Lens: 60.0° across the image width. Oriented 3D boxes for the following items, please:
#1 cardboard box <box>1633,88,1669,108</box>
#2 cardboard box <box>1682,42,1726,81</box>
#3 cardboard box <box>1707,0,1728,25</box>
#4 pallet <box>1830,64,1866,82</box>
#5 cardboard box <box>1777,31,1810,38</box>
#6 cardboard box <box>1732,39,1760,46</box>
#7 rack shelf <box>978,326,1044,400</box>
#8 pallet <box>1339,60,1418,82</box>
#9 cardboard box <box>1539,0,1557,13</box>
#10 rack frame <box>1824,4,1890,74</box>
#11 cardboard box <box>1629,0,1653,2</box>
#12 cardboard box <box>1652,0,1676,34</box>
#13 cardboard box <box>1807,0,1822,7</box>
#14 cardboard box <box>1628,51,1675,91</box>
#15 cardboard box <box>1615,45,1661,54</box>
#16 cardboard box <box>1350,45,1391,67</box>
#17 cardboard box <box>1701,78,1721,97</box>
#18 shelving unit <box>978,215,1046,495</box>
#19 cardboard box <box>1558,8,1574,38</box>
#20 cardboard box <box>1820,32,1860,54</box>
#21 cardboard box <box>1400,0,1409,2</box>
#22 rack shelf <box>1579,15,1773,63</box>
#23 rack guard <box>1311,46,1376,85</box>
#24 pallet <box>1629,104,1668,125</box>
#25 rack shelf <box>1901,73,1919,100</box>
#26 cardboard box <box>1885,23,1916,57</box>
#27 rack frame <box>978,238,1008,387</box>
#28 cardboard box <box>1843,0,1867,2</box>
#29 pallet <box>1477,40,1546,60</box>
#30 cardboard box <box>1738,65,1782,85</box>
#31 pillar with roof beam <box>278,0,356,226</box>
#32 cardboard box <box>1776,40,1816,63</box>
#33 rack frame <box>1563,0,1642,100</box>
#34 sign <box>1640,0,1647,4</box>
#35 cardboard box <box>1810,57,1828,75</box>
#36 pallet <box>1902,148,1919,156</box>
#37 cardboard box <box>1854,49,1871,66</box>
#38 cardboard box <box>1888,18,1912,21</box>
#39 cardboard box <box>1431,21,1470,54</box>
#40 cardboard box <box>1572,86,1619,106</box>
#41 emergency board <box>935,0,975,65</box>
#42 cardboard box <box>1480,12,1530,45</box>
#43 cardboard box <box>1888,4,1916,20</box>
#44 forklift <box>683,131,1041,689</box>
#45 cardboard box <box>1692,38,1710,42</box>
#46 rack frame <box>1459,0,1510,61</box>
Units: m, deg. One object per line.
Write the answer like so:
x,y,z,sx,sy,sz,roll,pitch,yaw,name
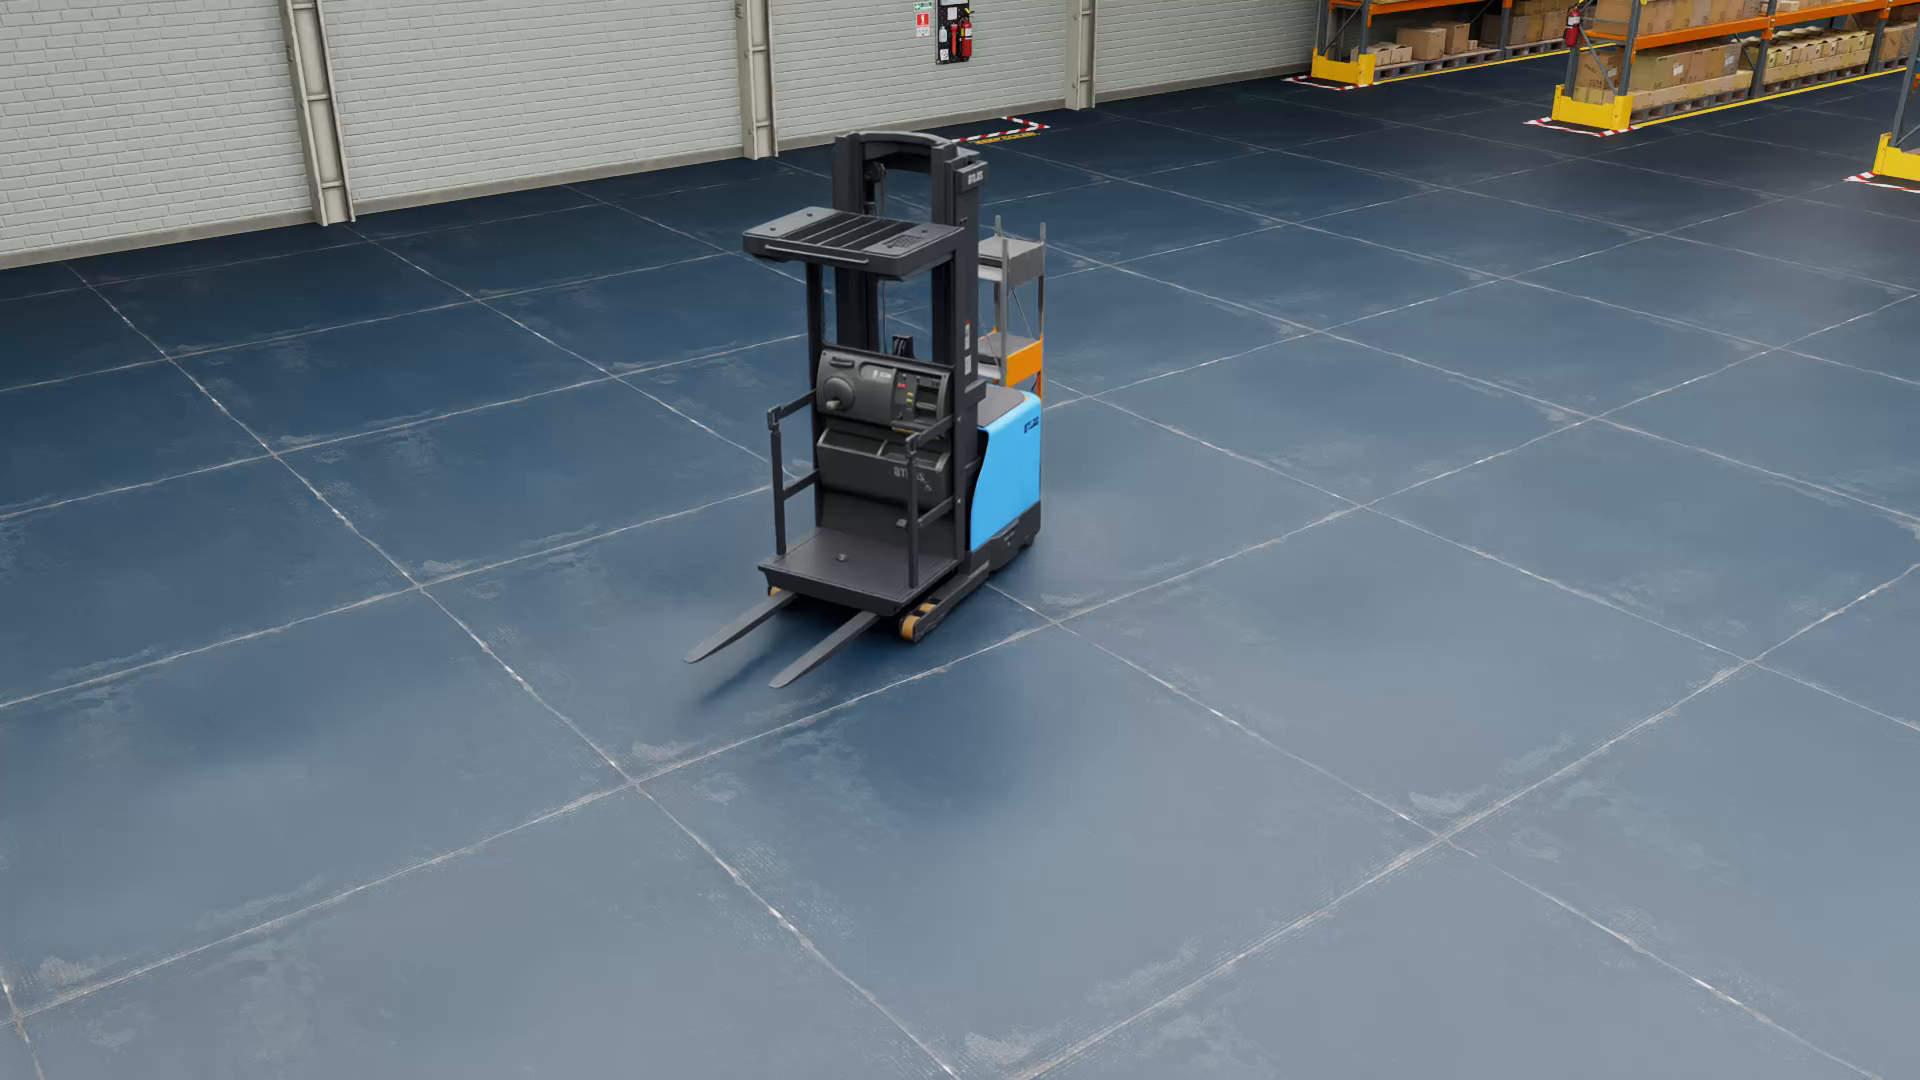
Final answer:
10.635,-6.907,25.836,0.500,0.250,0.500,-18,31,-34,cardboard box
11.810,-7.639,26.524,0.500,0.500,0.500,-18,31,-34,cardboard box
11.678,-8.466,26.309,0.500,0.500,0.700,-18,30,-33,cardboard box
15.308,-8.379,29.554,1.213,0.211,1.003,-18,31,-34,pallet
14.575,-8.733,29.105,0.500,0.311,0.500,-19,31,-35,cardboard box
13.379,-8.341,28.260,0.500,0.311,0.500,-17,30,-33,cardboard box
0.285,-1.179,11.829,0.431,0.518,0.480,16,29,30,rack shelf
7.345,-8.361,29.515,1.213,0.211,1.003,-18,31,-34,pallet
11.093,-10.300,31.937,0.500,0.250,0.500,-19,31,-35,cardboard box
15.979,-9.845,29.400,0.127,3.000,1.000,-18,31,-34,rack frame
10.126,-8.137,24.830,0.250,0.149,0.380,-19,31,-34,cardboard box
10.470,-8.067,25.450,0.500,0.500,0.700,-17,30,-33,cardboard box
14.255,-9.312,28.133,0.500,0.500,0.500,-18,30,-34,cardboard box
10.636,-7.246,25.677,0.500,0.500,0.500,-18,31,-34,cardboard box
10.700,-7.553,26.337,0.500,0.500,0.500,-18,31,-34,cardboard box
7.224,-8.537,29.252,0.500,0.311,0.500,-23,33,-40,cardboard box
11.818,-7.295,26.673,0.500,0.250,0.500,-18,31,-34,cardboard box
0.285,-1.191,11.823,0.431,2.100,0.503,16,29,30,shelving unit
11.535,-10.113,32.423,0.500,0.500,0.700,-18,31,-34,cardboard box
15.314,-8.688,29.008,0.500,0.311,0.500,-19,31,-35,cardboard box
7.604,-9.509,28.830,0.500,0.250,0.500,-19,31,-36,cardboard box
11.258,-7.960,26.193,4.000,0.370,1.077,-18,31,-34,rack shelf
6.684,-8.293,29.025,0.348,0.500,1.175,-18,31,-34,rack guard
10.260,-6.715,25.967,1.213,0.211,1.003,-18,31,-34,pallet
14.312,-6.318,22.655,4.000,0.370,1.077,-18,31,-34,rack shelf
16.922,-9.072,30.181,0.500,0.500,0.500,-20,31,-36,cardboard box
0.150,-1.106,11.639,0.400,2.100,0.015,16,29,30,rack frame
15.442,-9.406,28.752,0.250,0.149,0.380,-18,31,-34,cardboard box
10.384,-9.384,31.718,1.213,0.211,1.003,-18,31,-34,pallet
13.302,-7.772,27.700,0.500,0.250,0.500,-19,31,-35,cardboard box
-4.867,-6.495,15.054,0.400,9.000,9.100,-18,31,-34,pillar with roof beam
14.114,-8.291,28.154,0.500,0.311,0.500,-19,31,-36,cardboard box
9.684,-7.767,24.922,0.127,3.000,1.000,-18,31,-34,rack frame
10.022,-8.010,24.324,0.005,0.325,0.100,-18,31,-34,sign
14.512,-8.171,28.561,0.500,0.250,0.500,-18,30,-33,cardboard box
13.411,-5.105,22.498,1.213,0.211,1.003,-18,31,-34,pallet
15.716,-8.571,29.422,0.500,0.250,0.500,-17,30,-33,cardboard box
17.387,-9.504,31.112,0.500,0.500,0.500,-20,31,-36,cardboard box
8.980,-9.229,30.519,0.500,0.500,0.500,-21,32,-38,cardboard box
9.924,-6.947,25.923,0.500,0.250,0.500,-18,31,-34,cardboard box
-0.048,-7.687,24.751,0.643,1.169,0.194,-18,31,-34,emergency board
10.341,-9.708,31.552,0.500,0.500,0.700,-17,30,-32,cardboard box
17.415,-9.855,30.977,0.500,0.250,0.500,-19,31,-35,cardboard box
-0.590,-0.911,10.231,1.130,2.935,3.031,13,28,26,forklift
11.885,-7.940,27.172,0.500,0.500,0.500,-18,31,-34,cardboard box
9.772,-10.446,30.695,0.127,3.000,1.000,-18,31,-34,rack frame
